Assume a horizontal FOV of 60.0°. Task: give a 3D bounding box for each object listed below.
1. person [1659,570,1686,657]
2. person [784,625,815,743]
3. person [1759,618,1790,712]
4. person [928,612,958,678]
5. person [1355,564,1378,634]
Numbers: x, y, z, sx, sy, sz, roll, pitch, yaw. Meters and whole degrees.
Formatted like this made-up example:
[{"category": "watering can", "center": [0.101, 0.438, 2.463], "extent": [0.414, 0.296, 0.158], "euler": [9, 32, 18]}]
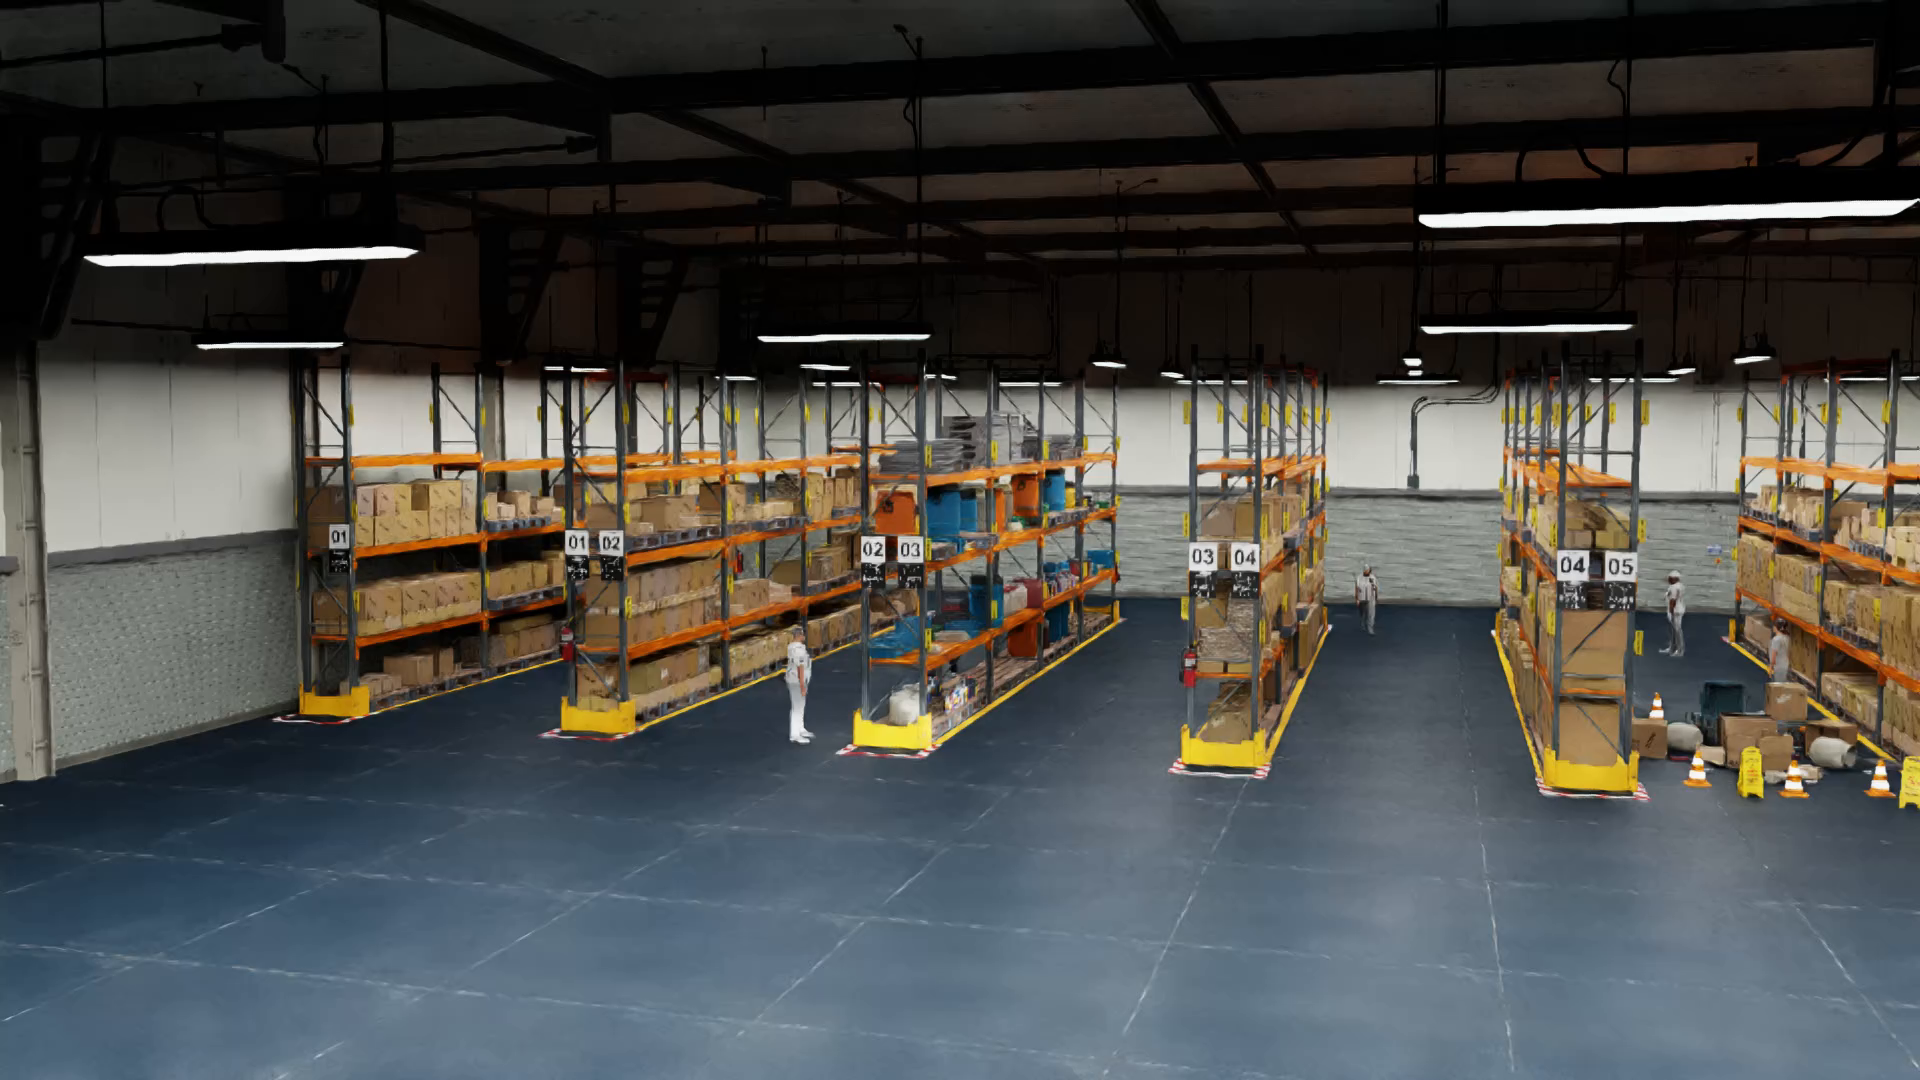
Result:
[{"category": "person", "center": [14.817, 1.504, 34.552], "extent": [0.557, 1.784, 0.639], "euler": [3, 5, 33]}, {"category": "person", "center": [-2.454, 2.197, 25.572], "extent": [0.475, 1.761, 0.595], "euler": [-1, 4, -16]}, {"category": "person", "center": [13.408, 2.107, 27.301], "extent": [0.577, 1.662, 0.560], "euler": [4, 6, 41]}, {"category": "person", "center": [-0.322, 1.881, 31.247], "extent": [0.408, 1.533, 0.961], "euler": [2, 5, 25]}, {"category": "person", "center": [9.345, 1.331, 38.247], "extent": [0.497, 1.583, 1.090], "euler": [1, 4, 18]}]
